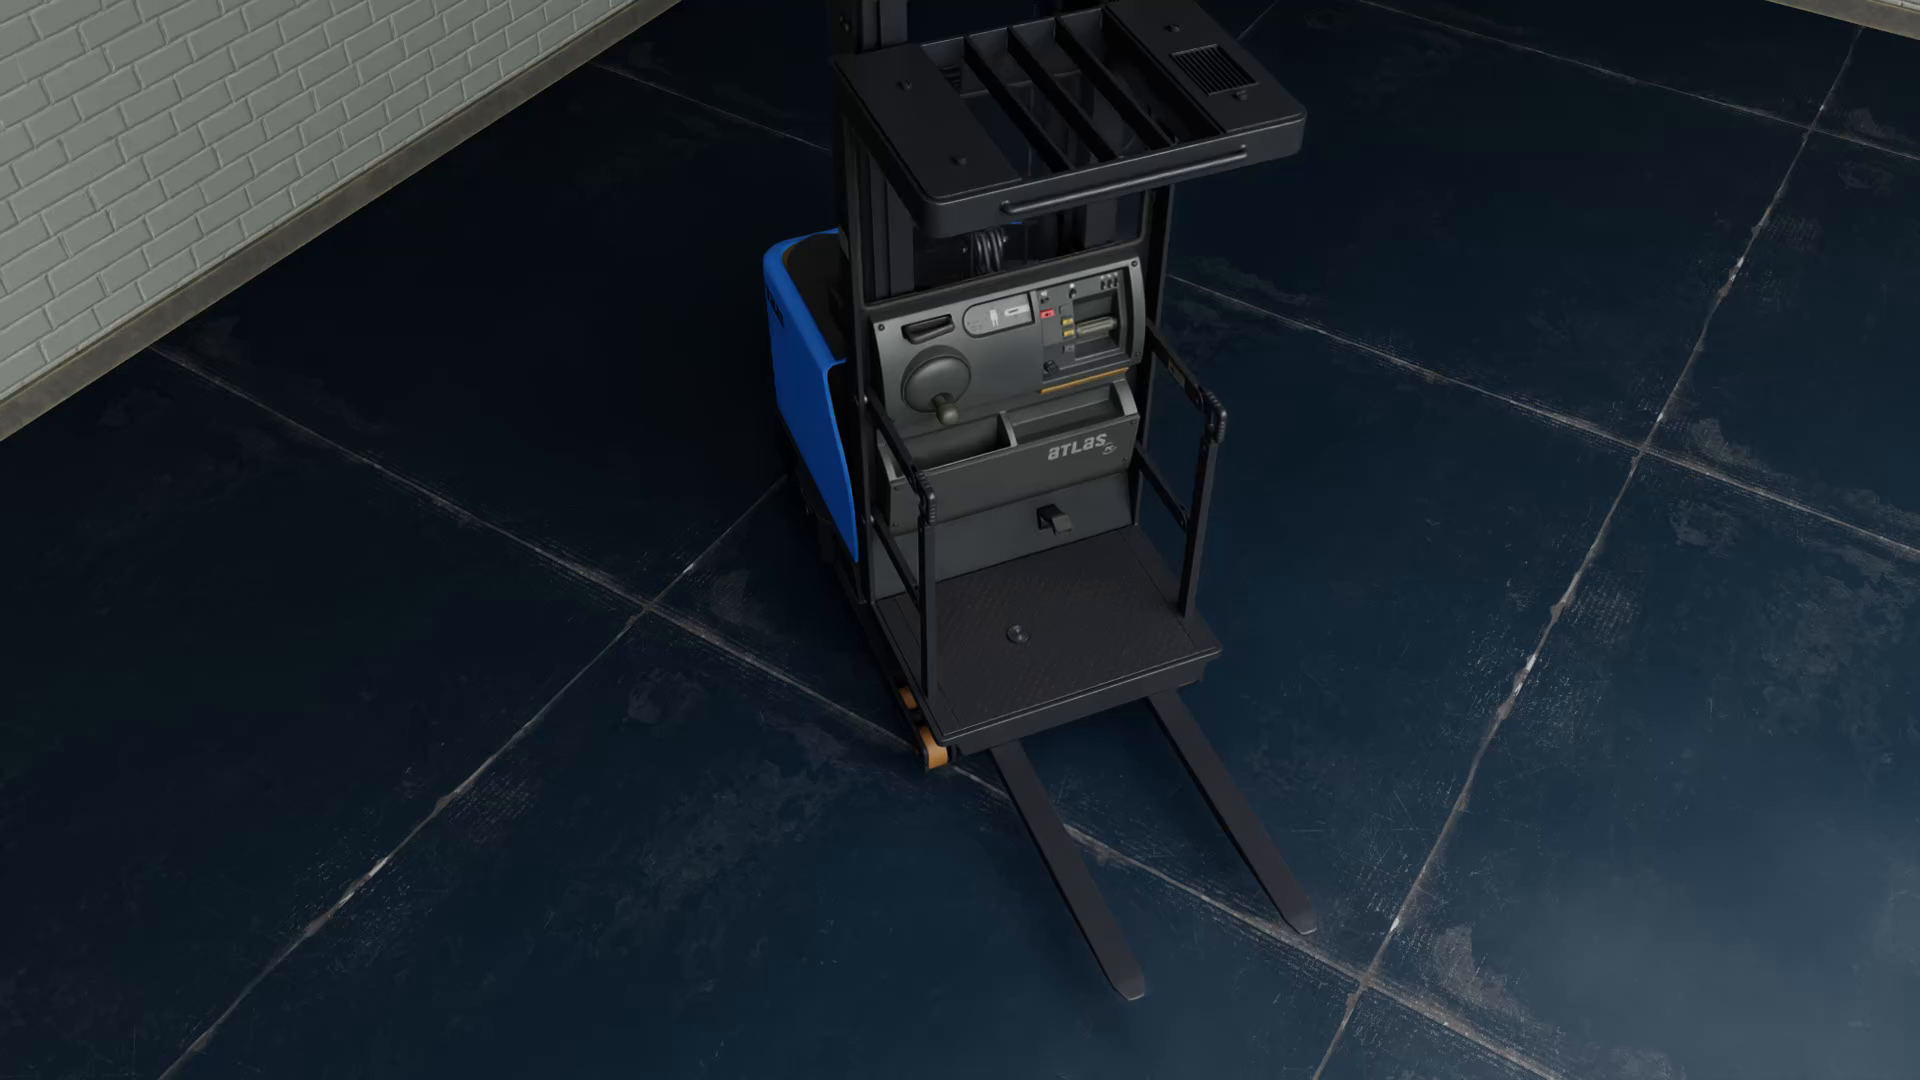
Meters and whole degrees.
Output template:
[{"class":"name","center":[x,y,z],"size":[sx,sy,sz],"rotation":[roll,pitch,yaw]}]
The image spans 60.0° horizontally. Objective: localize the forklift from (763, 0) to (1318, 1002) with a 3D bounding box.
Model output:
[{"class":"forklift","center":[0.253,-0.554,5.245],"size":[1.130,2.935,3.031],"rotation":[-16,48,-15]}]
